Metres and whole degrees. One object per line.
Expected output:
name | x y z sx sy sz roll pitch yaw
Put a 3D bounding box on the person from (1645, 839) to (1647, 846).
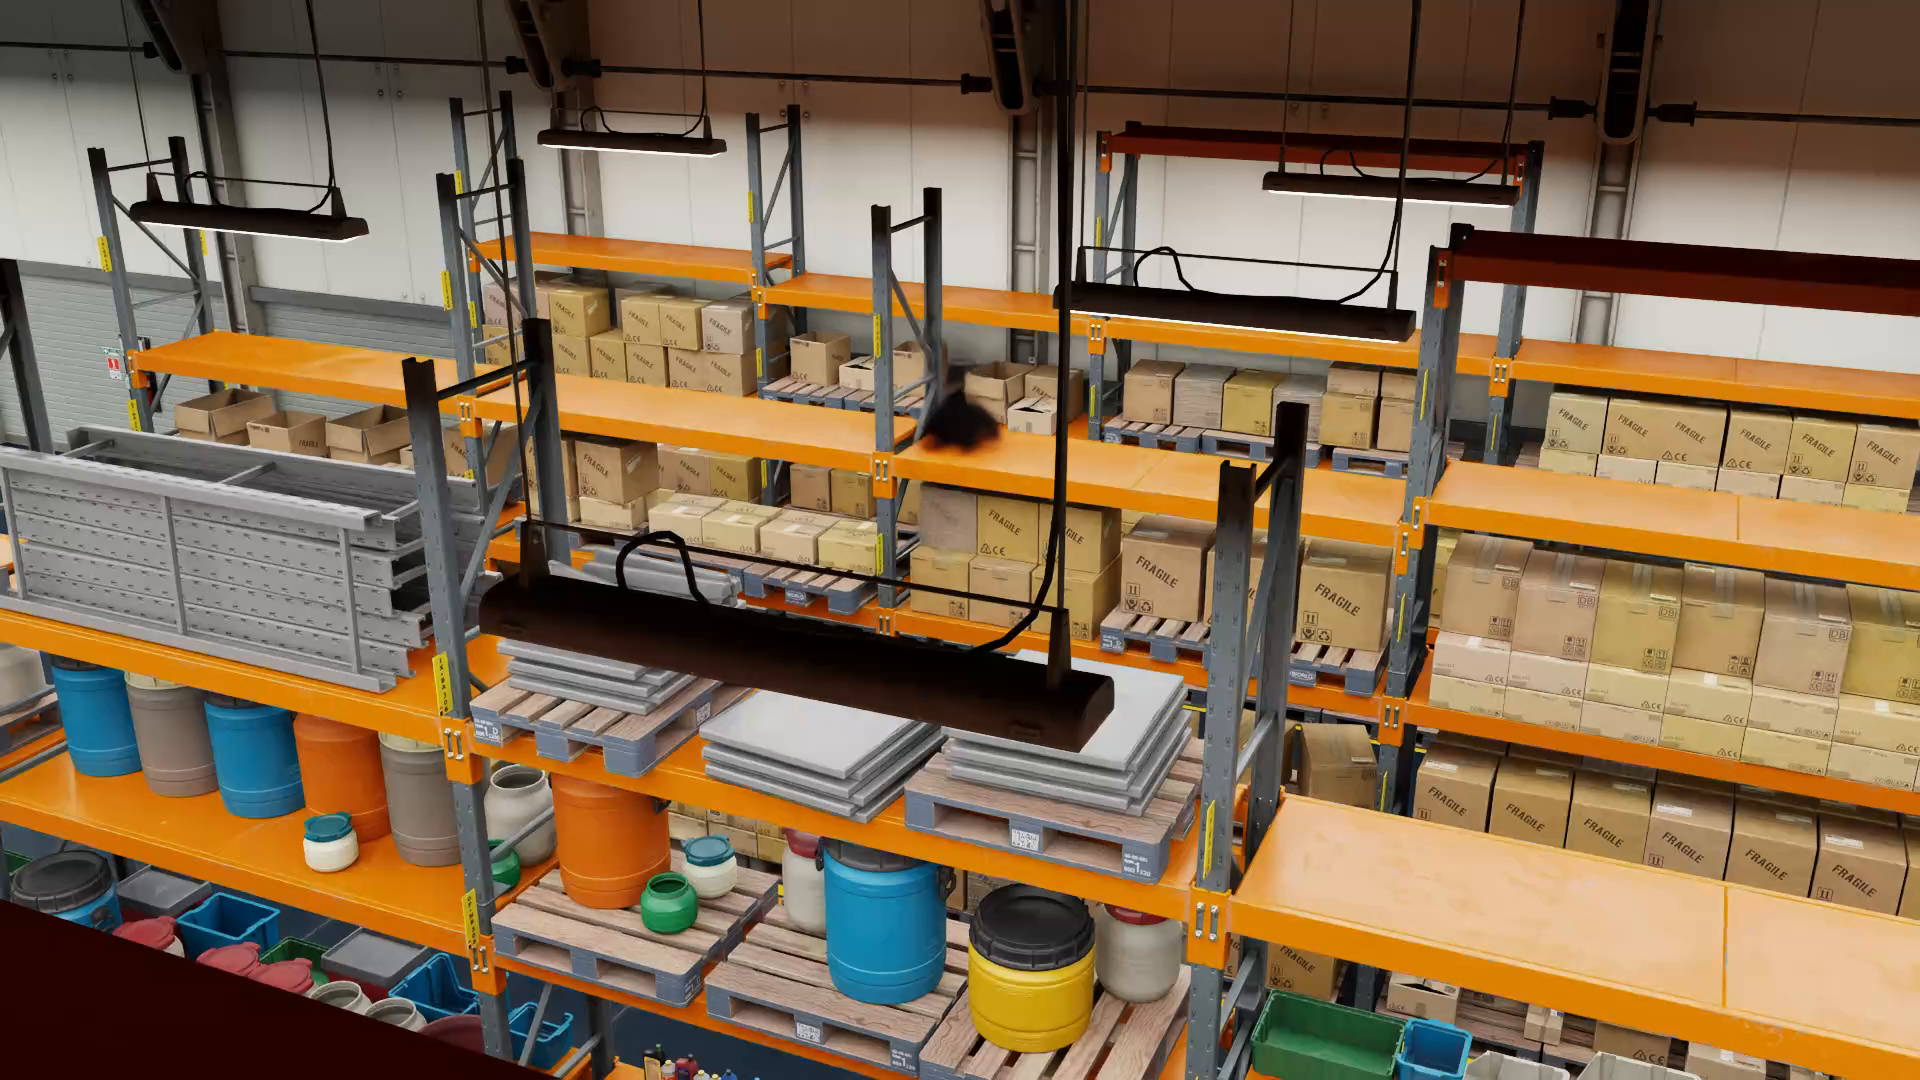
person | 5.915 2.396 14.033 0.953 1.633 0.589 6 21 16
